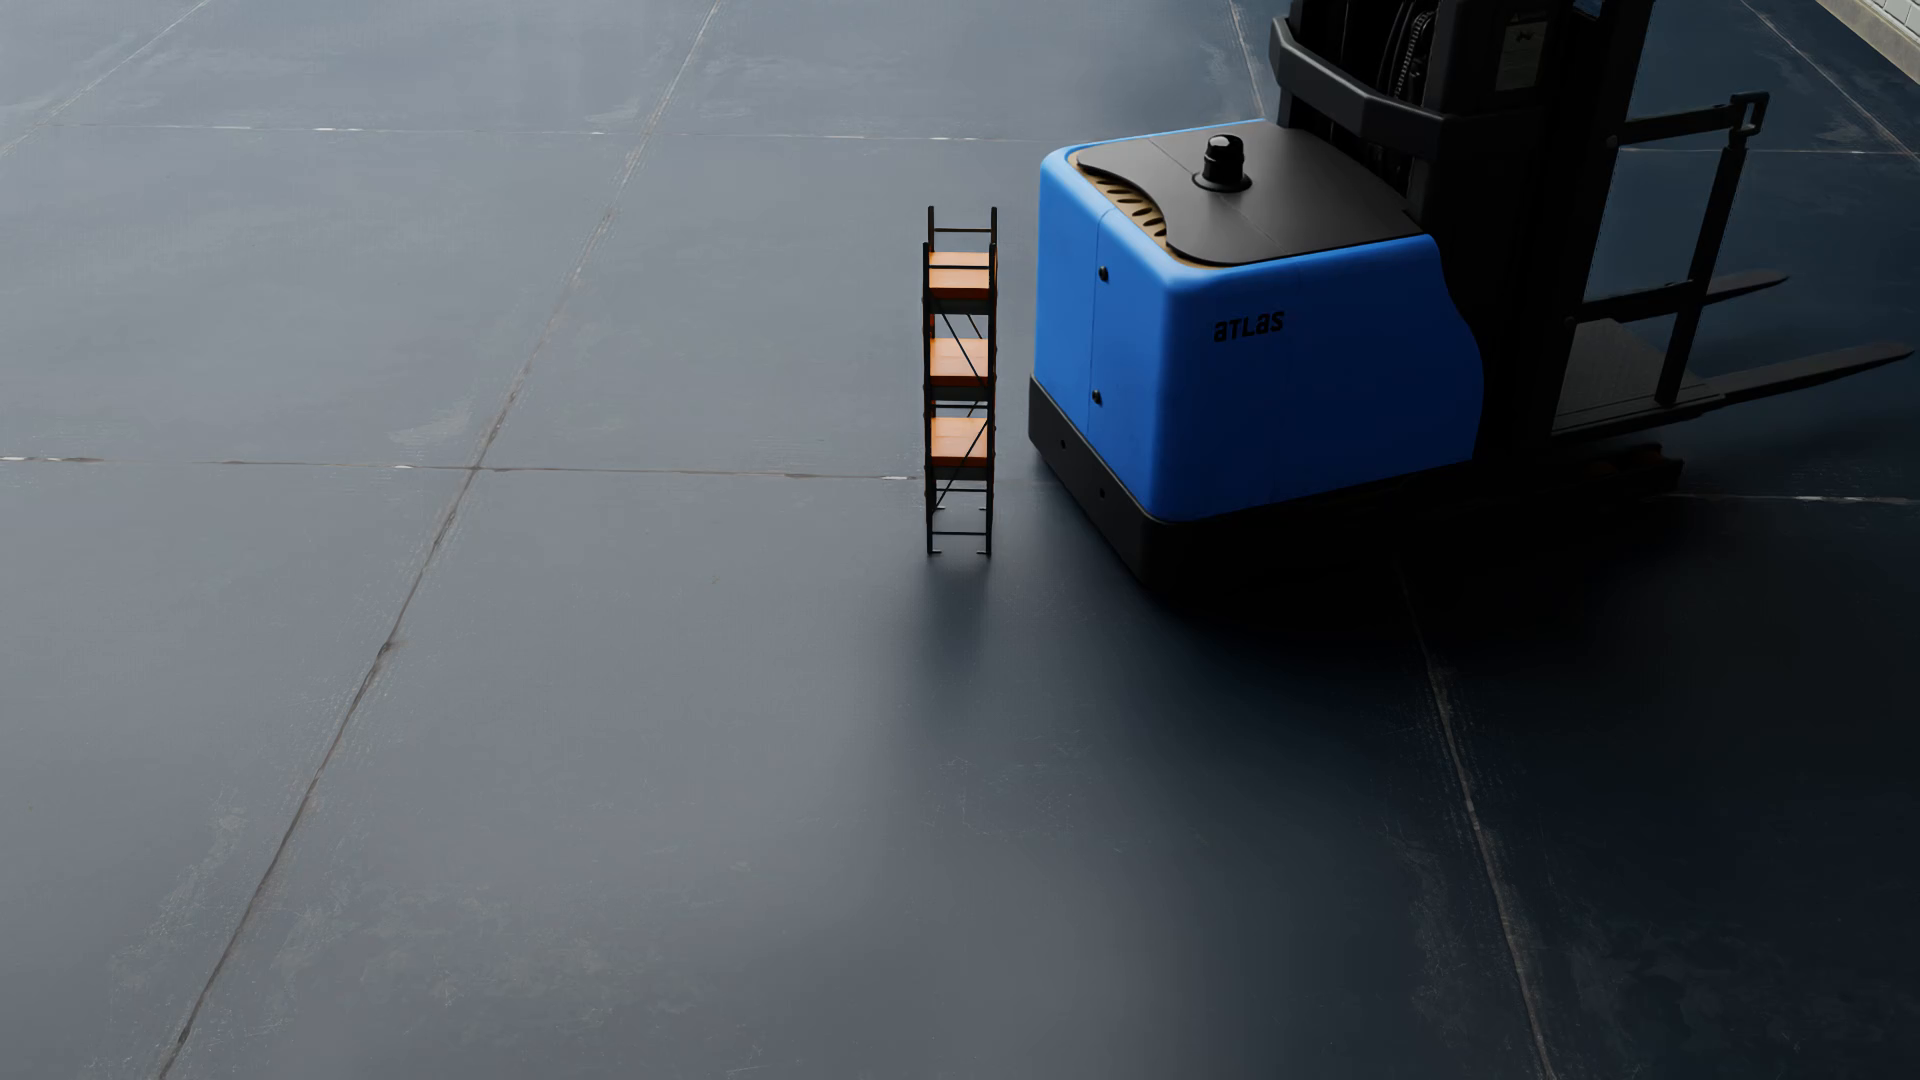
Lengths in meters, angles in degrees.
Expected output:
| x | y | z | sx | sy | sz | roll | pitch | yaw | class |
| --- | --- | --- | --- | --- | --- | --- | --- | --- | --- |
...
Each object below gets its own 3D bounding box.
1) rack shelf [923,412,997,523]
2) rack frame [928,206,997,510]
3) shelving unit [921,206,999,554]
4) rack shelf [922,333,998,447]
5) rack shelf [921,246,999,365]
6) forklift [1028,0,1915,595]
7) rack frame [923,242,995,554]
| x | y | z | sx | sy | sz | roll | pitch | yaw | class |
| --- | --- | --- | --- | --- | --- | --- | --- | --- | --- |
| 0.002 | -0.224 | 5.158 | 0.215 | 0.259 | 0.240 | 1 | 35 | 2 | rack shelf |
| 0.007 | -0.530 | 5.092 | 0.200 | 1.050 | 0.008 | 1 | 35 | 2 | rack frame |
| 0.002 | -0.460 | 4.992 | 0.215 | 1.050 | 0.252 | 1 | 35 | 2 | shelving unit |
| 0.002 | -0.452 | 4.998 | 0.215 | 0.259 | 0.240 | 1 | 35 | 2 | rack shelf |
| 0.002 | -0.684 | 4.835 | 0.215 | 0.259 | 0.240 | 1 | 35 | 2 | rack shelf |
| 1.802 | -1.555 | 4.914 | 3.031 | 2.935 | 1.130 | -12 | 37 | -17 | forklift |
| -0.003 | -0.390 | 4.892 | 0.200 | 1.050 | 0.008 | 1 | 35 | 2 | rack frame |
